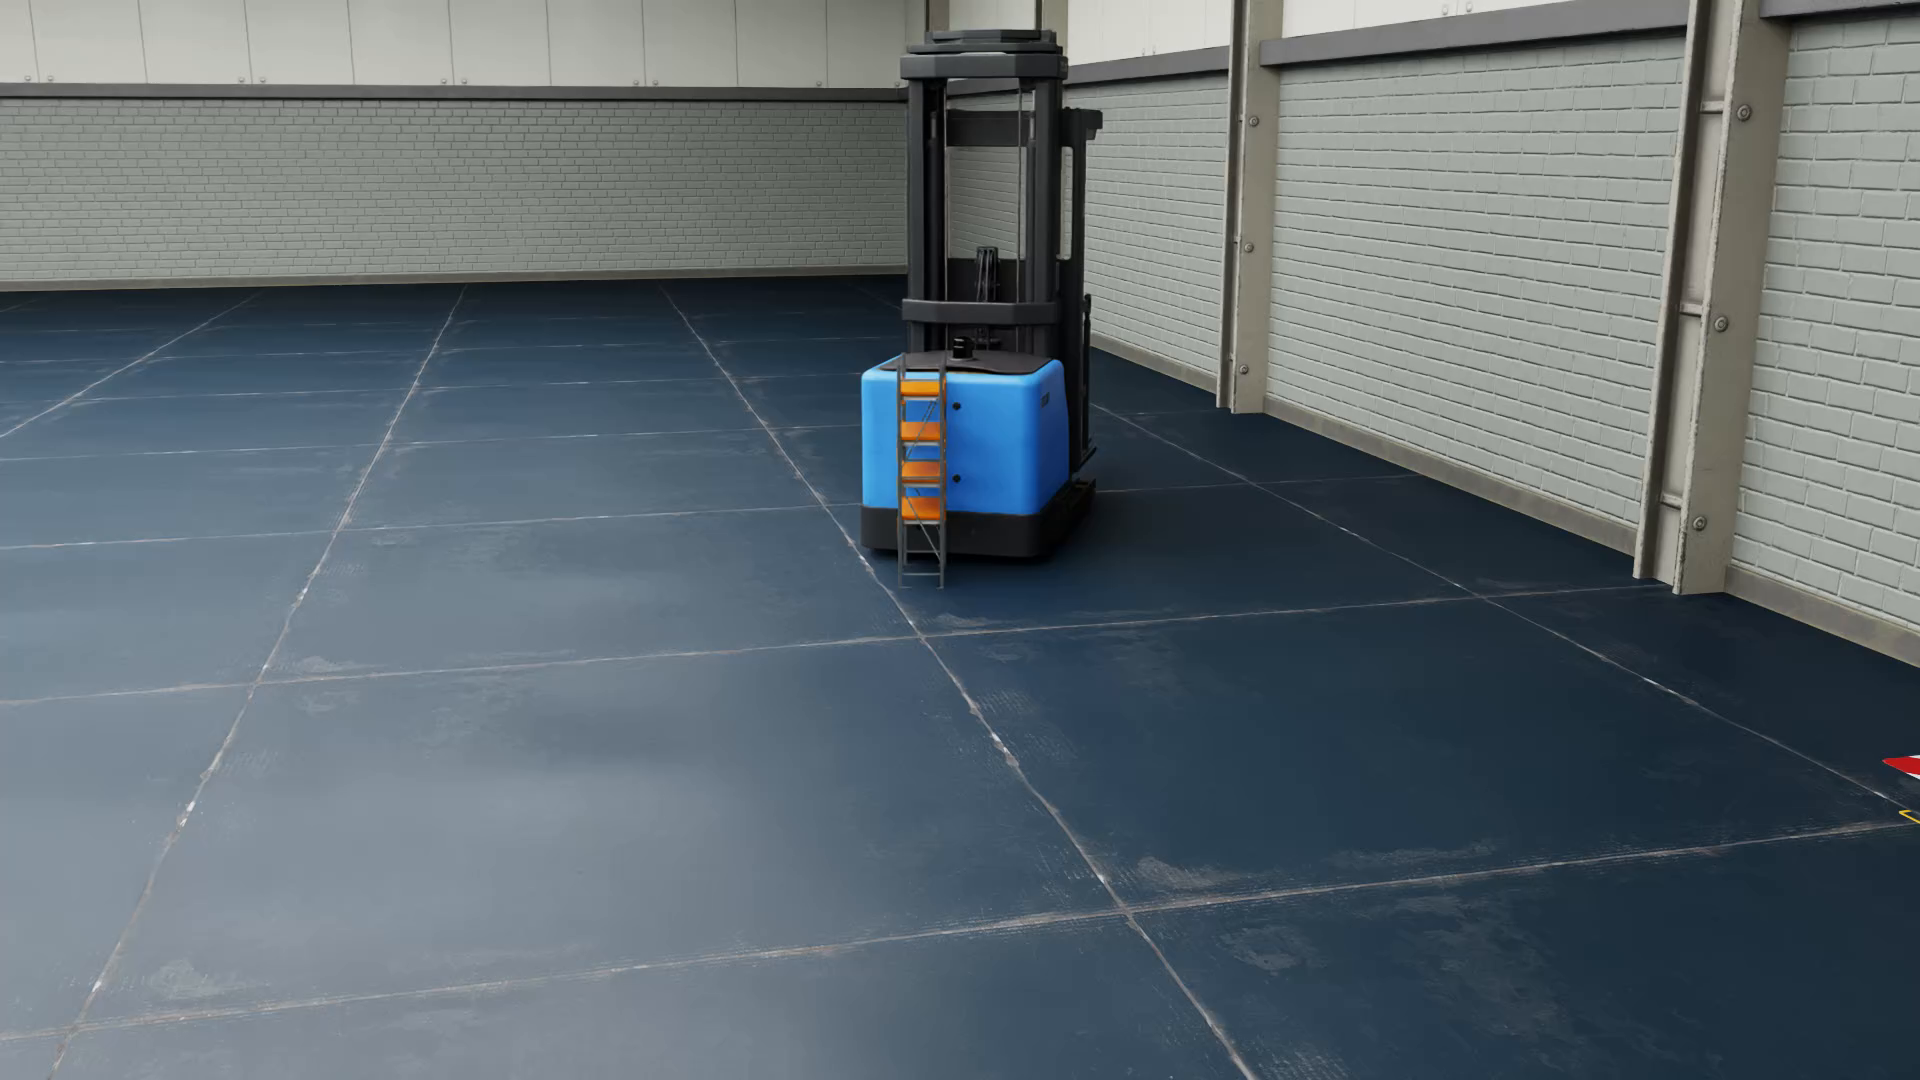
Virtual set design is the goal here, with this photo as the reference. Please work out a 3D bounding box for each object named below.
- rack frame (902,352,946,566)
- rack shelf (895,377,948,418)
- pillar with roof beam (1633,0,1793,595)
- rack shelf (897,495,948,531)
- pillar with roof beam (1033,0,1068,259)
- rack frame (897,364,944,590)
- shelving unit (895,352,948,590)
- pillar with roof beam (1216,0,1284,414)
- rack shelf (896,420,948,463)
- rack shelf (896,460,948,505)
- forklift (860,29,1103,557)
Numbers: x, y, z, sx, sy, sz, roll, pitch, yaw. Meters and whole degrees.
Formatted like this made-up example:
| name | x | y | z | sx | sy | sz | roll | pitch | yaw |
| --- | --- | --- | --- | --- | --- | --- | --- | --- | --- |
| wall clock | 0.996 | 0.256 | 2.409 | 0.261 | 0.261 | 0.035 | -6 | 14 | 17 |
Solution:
| name | x | y | z | sx | sy | sz | roll | pitch | yaw |
| --- | --- | --- | --- | --- | --- | --- | --- | --- | --- |
| rack frame | -0.197 | -0.437 | 9.188 | 0.240 | 1.200 | 0.015 | 0 | 14 | 1 |
| rack shelf | -0.201 | -0.761 | 8.858 | 0.258 | 0.148 | 0.480 | 0 | 14 | 1 |
| pillar with roof beam | -0.303 | -3.897 | 6.918 | 9.100 | 9.000 | 0.400 | -3 | 14 | -13 |
| rack shelf | -0.201 | -0.121 | 9.014 | 0.258 | 0.148 | 0.480 | 0 | 14 | 1 |
| pillar with roof beam | -3.121 | -6.665 | 18.249 | 9.100 | 9.000 | 0.400 | -3 | 14 | -13 |
| rack frame | -0.206 | -0.321 | 8.714 | 0.240 | 1.200 | 0.015 | 0 | 14 | 1 |
| shelving unit | -0.201 | -0.379 | 8.951 | 0.258 | 1.200 | 0.503 | 0 | 14 | 1 |
| pillar with roof beam | -1.712 | -5.281 | 12.583 | 9.100 | 9.000 | 0.400 | -3 | 14 | -13 |
| rack shelf | -0.201 | -0.531 | 8.914 | 0.258 | 0.148 | 0.480 | 0 | 14 | 1 |
| rack shelf | -0.201 | -0.314 | 8.967 | 0.258 | 0.148 | 0.480 | 0 | 14 | 1 |
| forklift | 0.272 | -1.631 | 10.428 | 1.130 | 2.935 | 3.031 | 3 | 14 | 13 |
